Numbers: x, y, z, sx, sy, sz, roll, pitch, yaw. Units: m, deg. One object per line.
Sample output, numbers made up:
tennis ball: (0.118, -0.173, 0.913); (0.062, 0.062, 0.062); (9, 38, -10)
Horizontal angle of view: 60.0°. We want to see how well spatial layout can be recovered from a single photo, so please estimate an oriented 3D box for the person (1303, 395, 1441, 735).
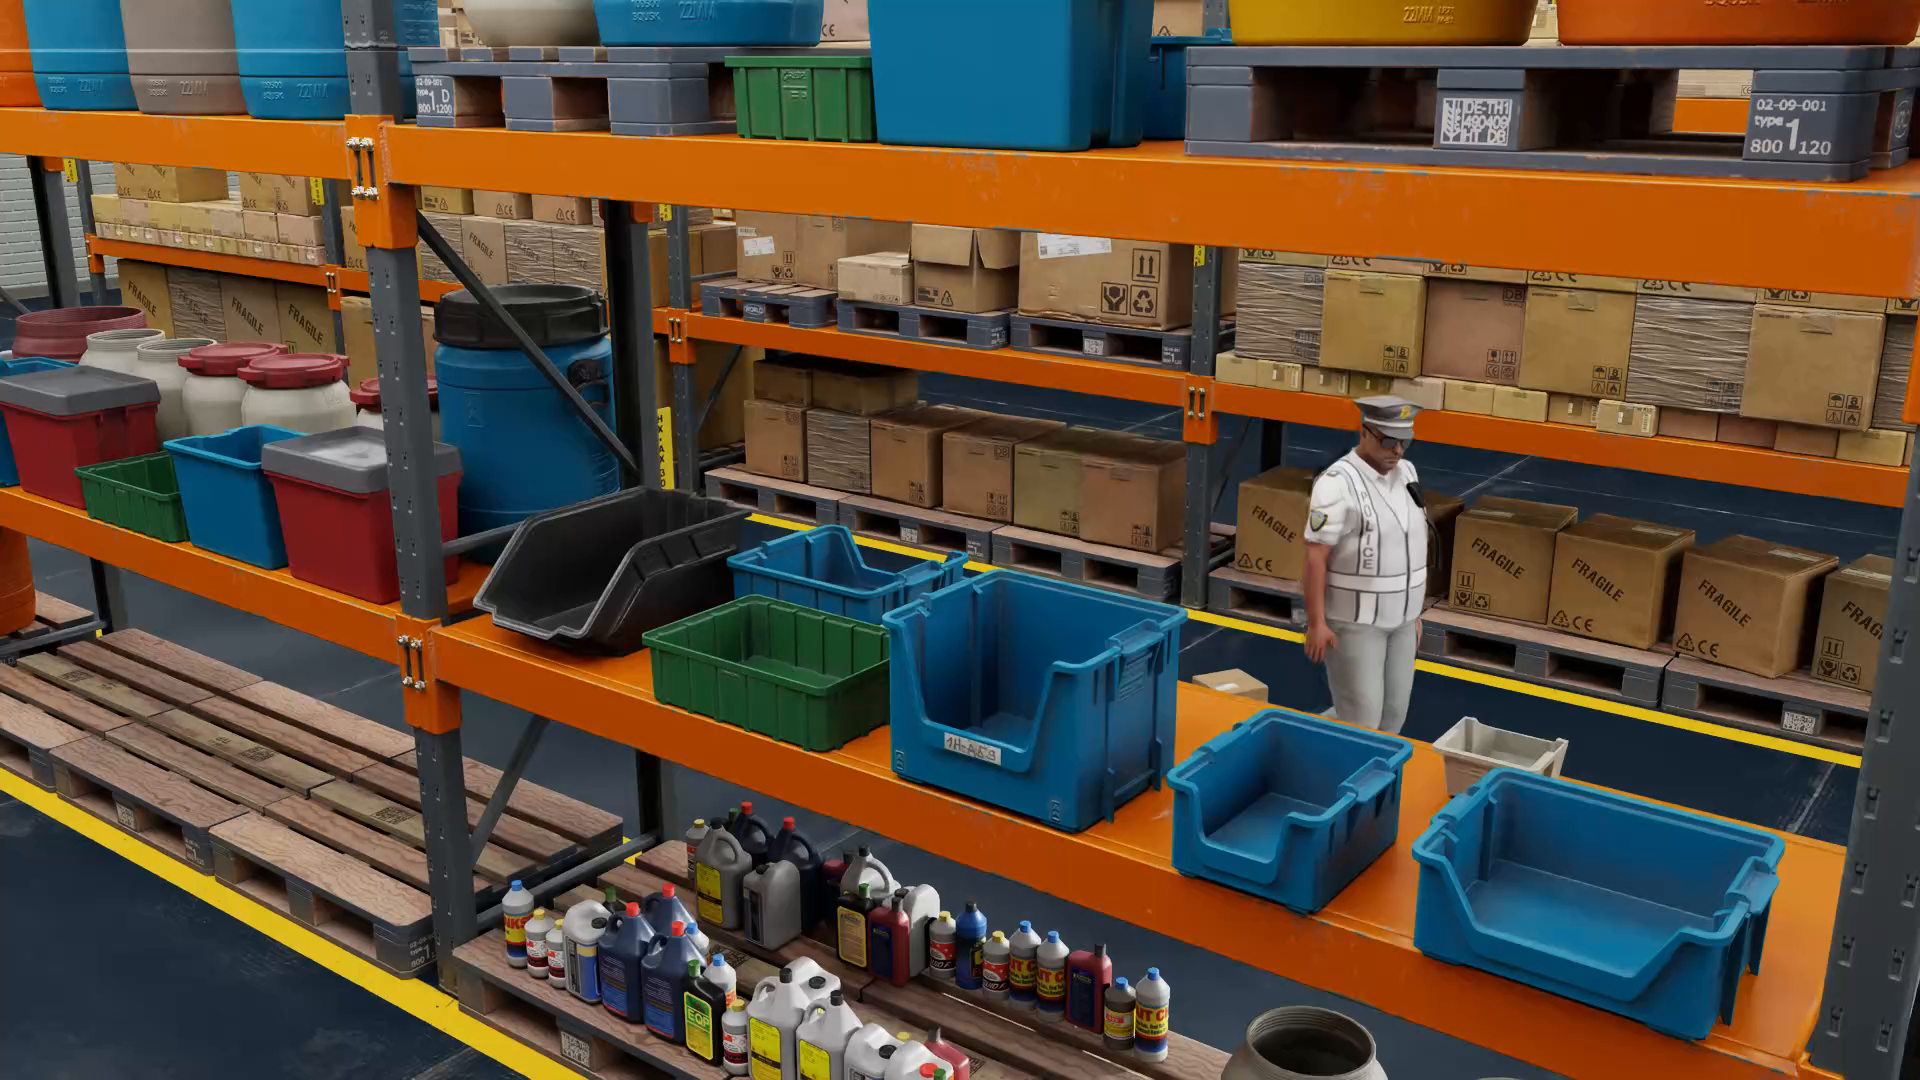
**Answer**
person: (1.548, 0.287, 6.490); (0.557, 1.746, 0.521); (-11, 20, -34)
